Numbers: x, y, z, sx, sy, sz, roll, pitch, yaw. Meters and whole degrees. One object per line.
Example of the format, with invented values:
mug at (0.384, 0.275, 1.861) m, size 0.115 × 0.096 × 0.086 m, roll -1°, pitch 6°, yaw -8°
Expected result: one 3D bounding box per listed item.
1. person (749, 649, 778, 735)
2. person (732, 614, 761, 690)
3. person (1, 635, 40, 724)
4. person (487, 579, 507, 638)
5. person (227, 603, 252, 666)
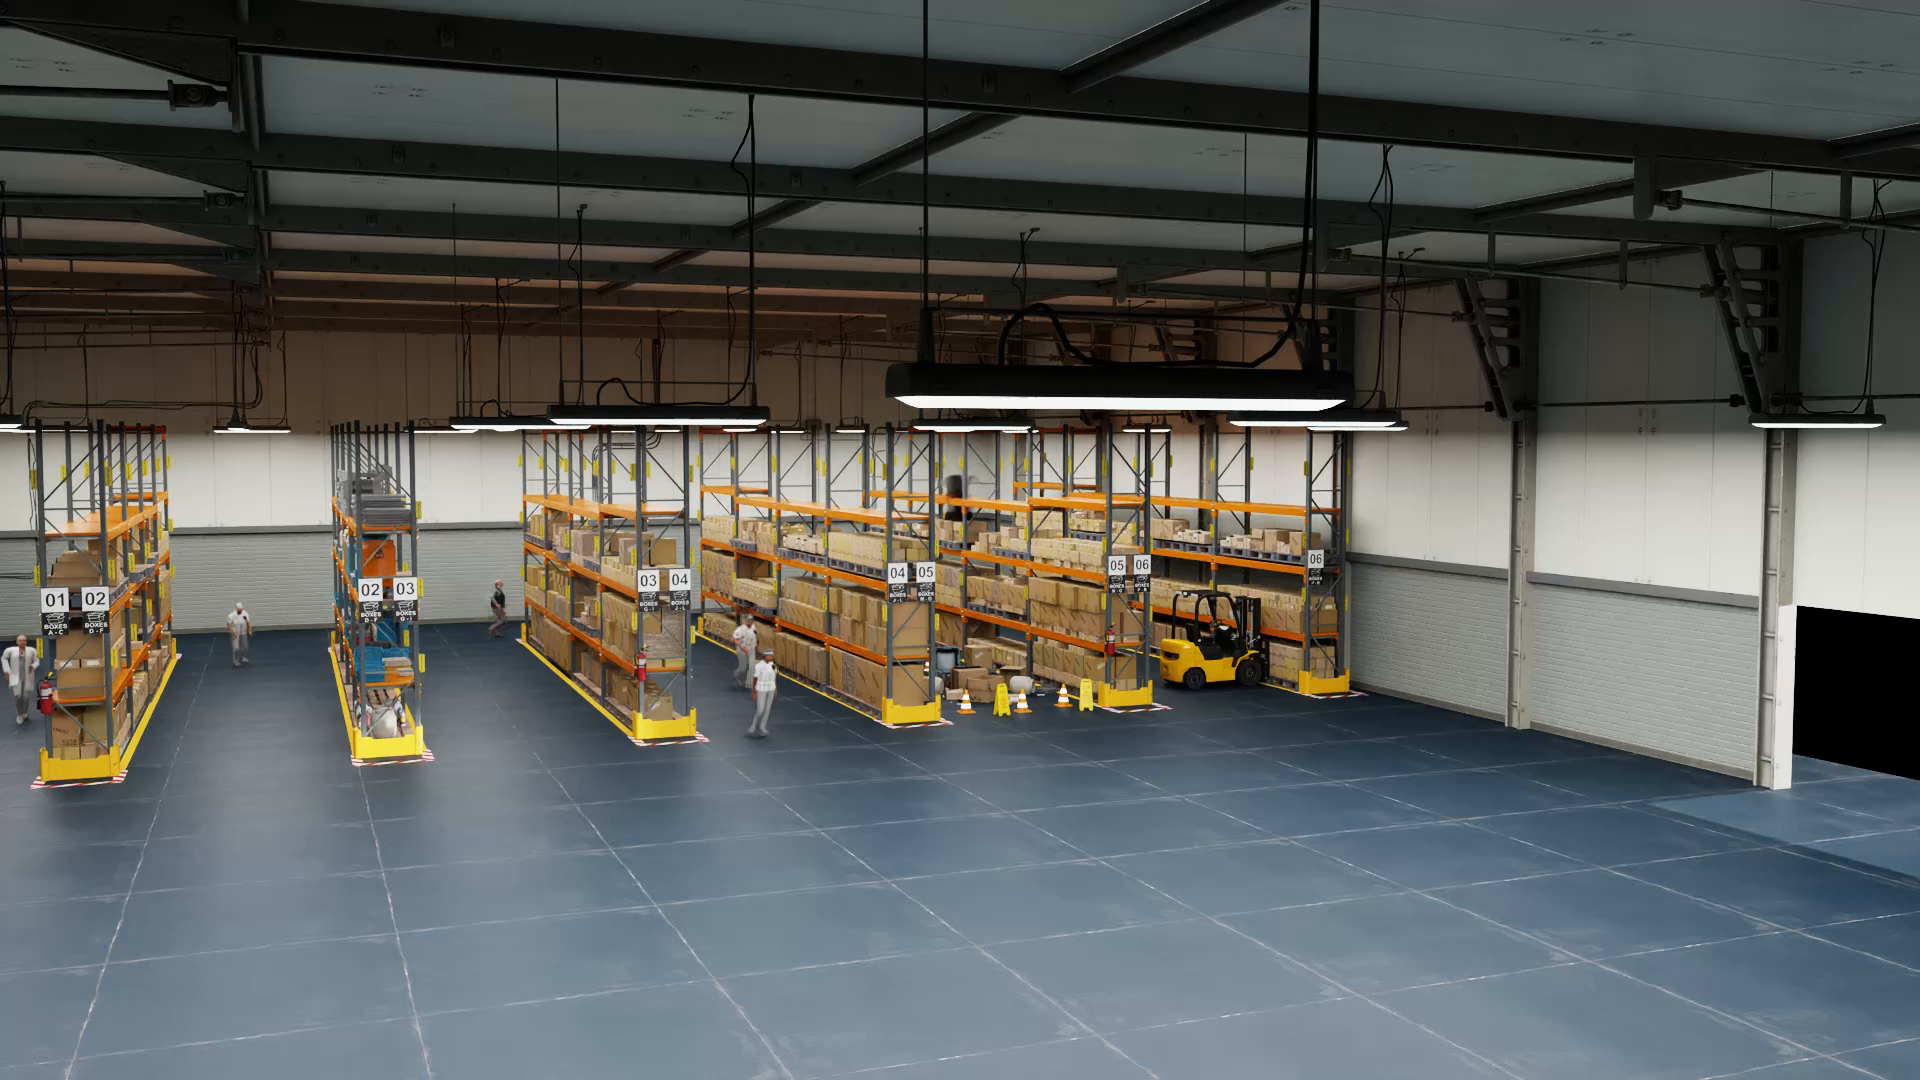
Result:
person at (-3.762, 2.897, 31.755) m, size 0.550 × 1.662 × 0.442 m, roll -3°, pitch 5°, yaw -38°
person at (-4.902, 2.511, 37.755) m, size 0.665 × 1.731 × 0.749 m, roll -3°, pitch 4°, yaw -37°
person at (-18.748, 2.808, 33.217) m, size 0.653 × 1.744 × 0.888 m, roll -2°, pitch 4°, yaw -34°
person at (-13.143, 1.948, 47.261) m, size 0.527 × 1.659 × 0.713 m, roll 0°, pitch 4°, yaw -6°
person at (-18.041, 2.349, 41.602) m, size 0.595 × 1.606 × 0.793 m, roll -3°, pitch 5°, yaw -44°
